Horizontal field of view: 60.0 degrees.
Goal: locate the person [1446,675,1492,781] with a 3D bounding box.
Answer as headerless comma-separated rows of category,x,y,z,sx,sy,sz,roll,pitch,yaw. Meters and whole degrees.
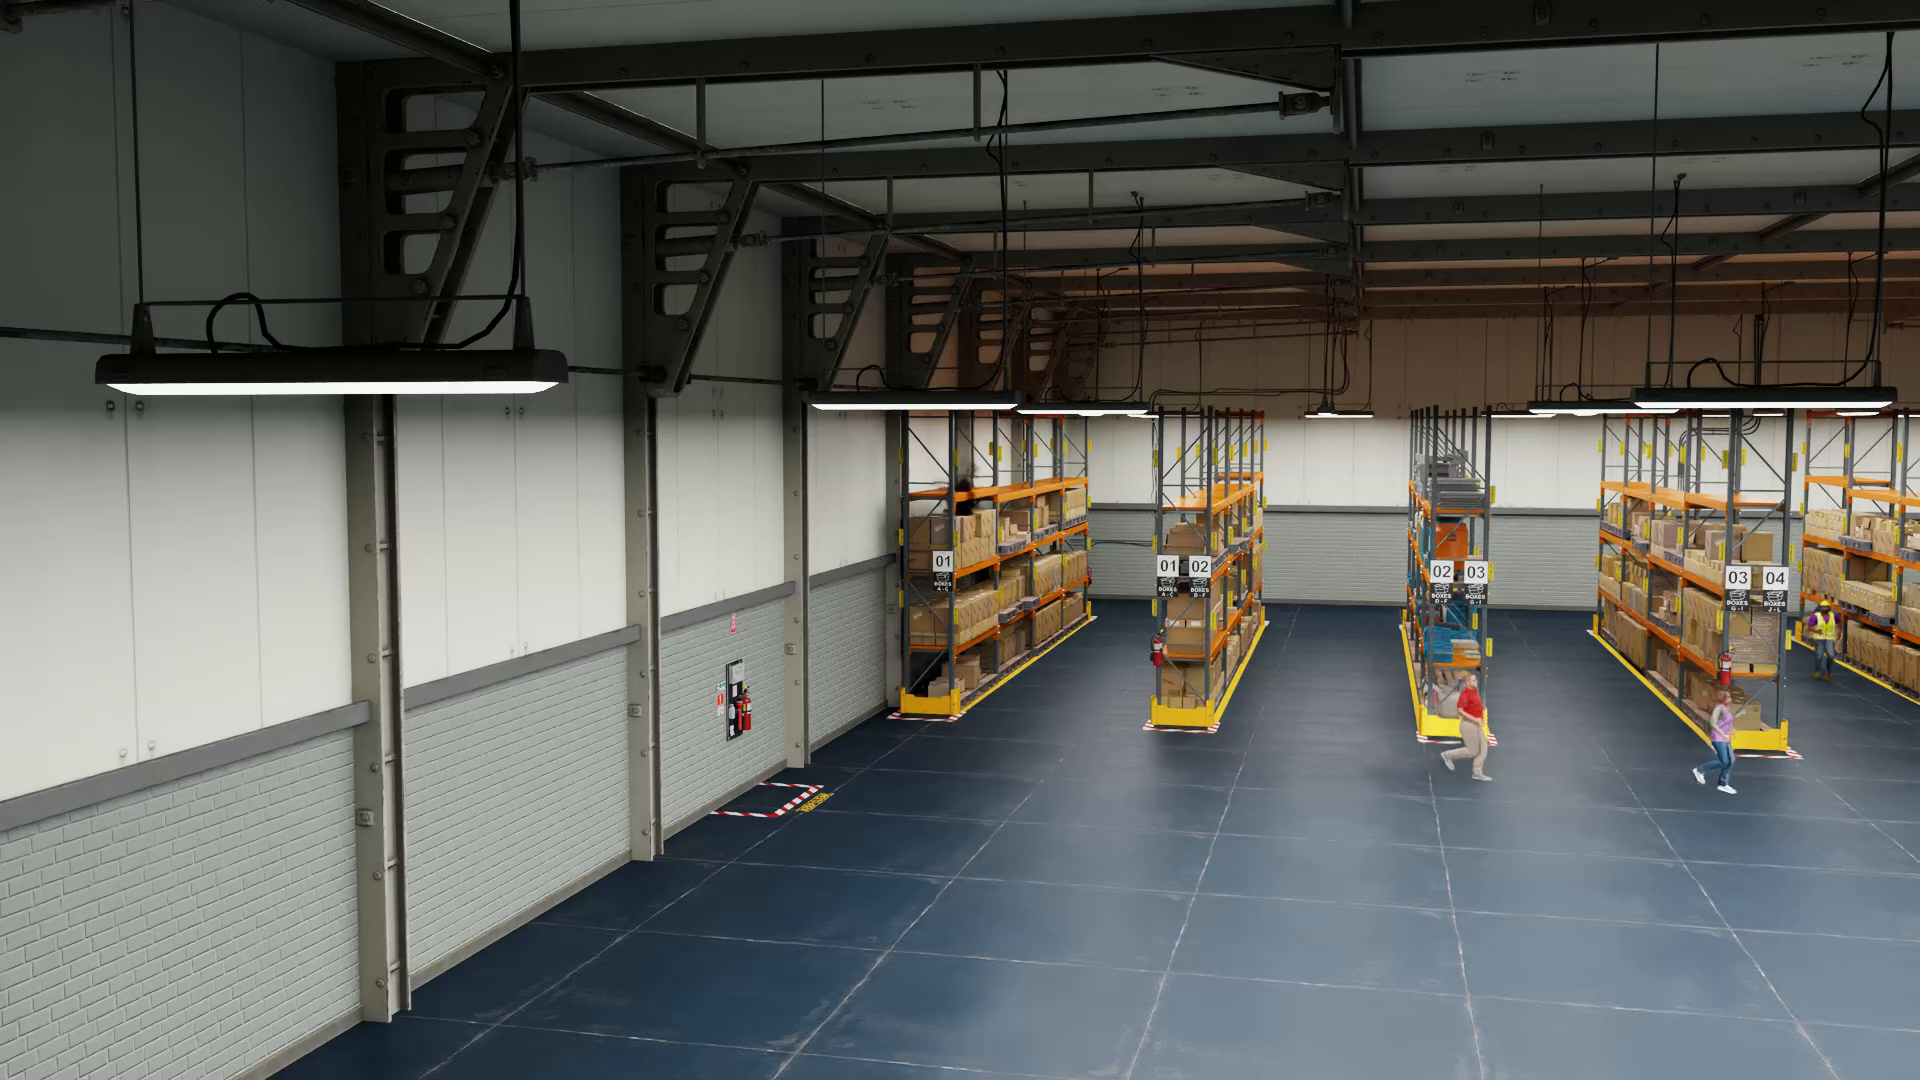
person,8.151,2.984,26.505,0.698,1.686,0.662,3,5,32

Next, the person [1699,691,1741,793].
person,11.753,3.105,25.710,0.543,1.578,0.560,4,6,42

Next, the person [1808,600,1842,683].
person,19.035,2.239,36.577,0.720,1.841,0.745,1,4,15

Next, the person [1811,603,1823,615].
person,23.057,1.749,44.554,0.741,1.610,0.598,-4,6,-43
